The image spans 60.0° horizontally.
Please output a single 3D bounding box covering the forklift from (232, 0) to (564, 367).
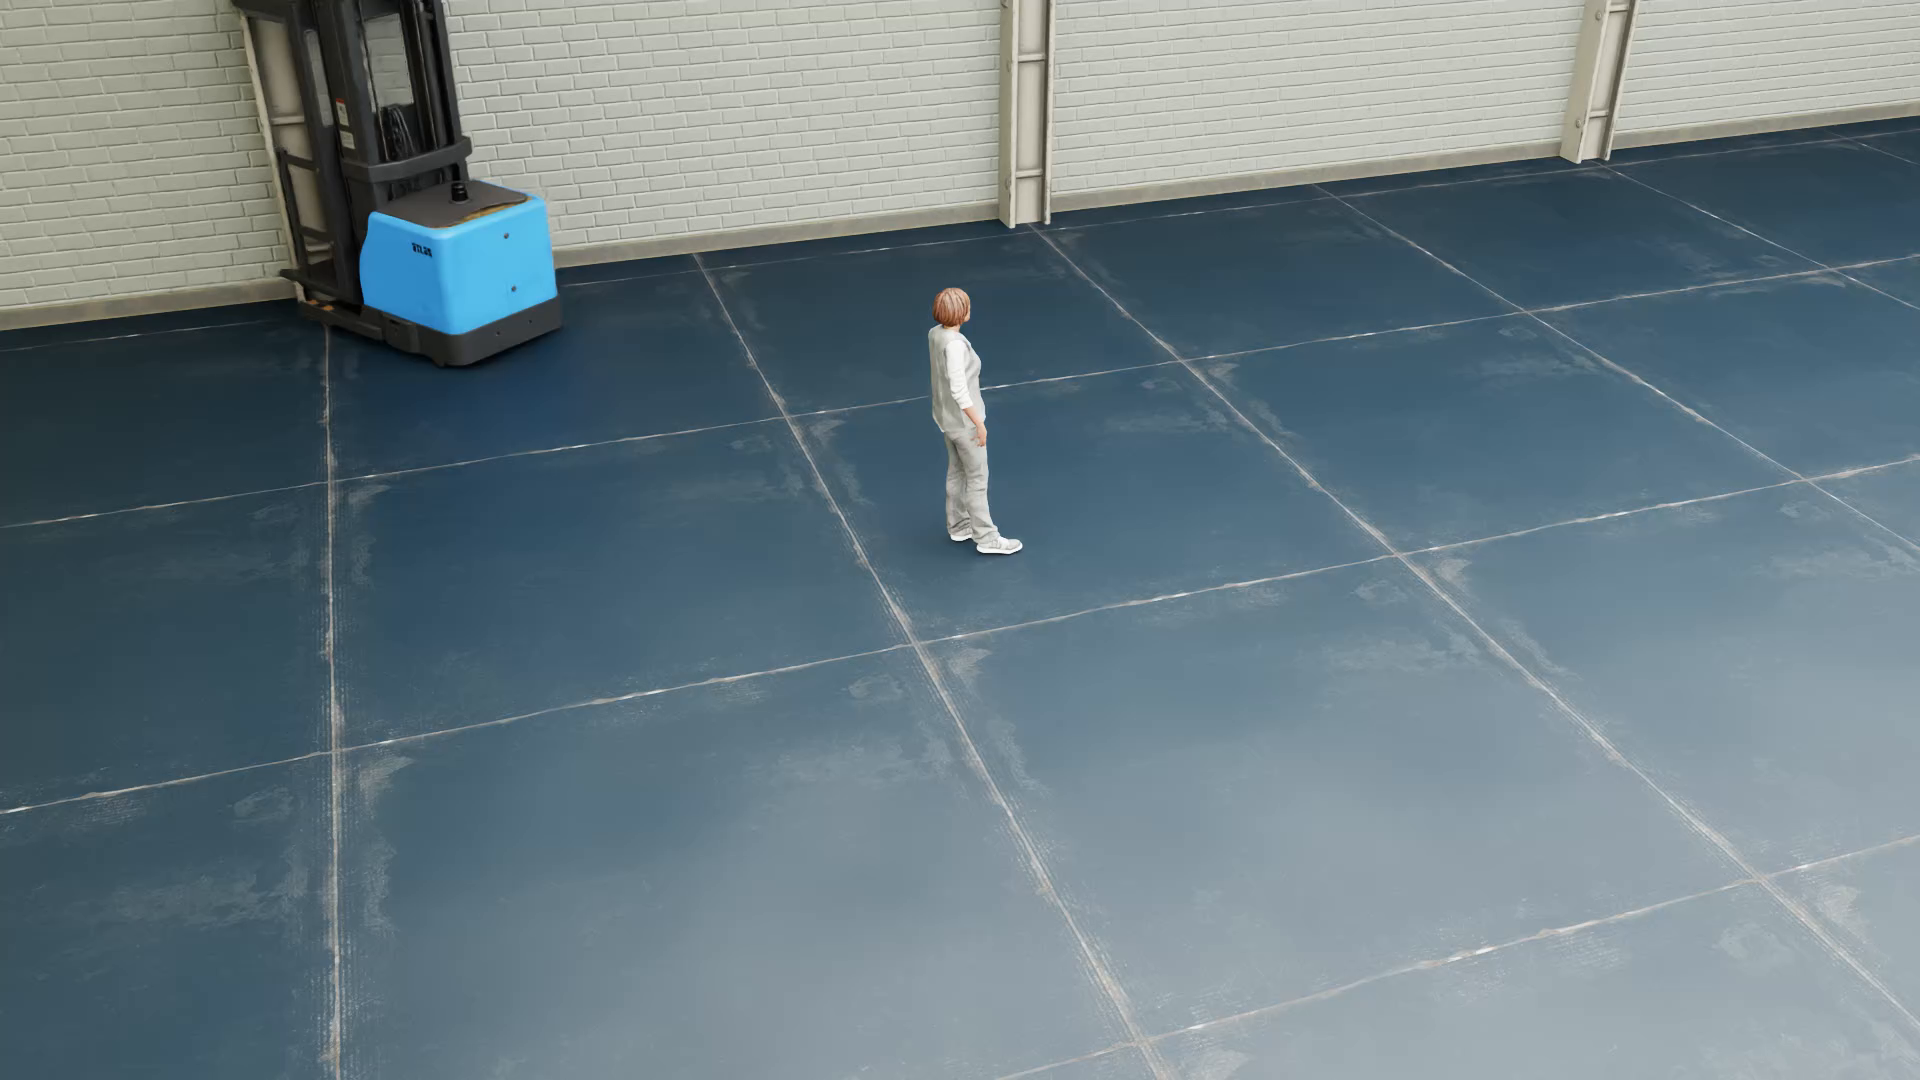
[{"bbox_3d":[-4.530,-3.110,12.492,3.031,2.935,1.130,20,36,31],"label":"forklift"}]

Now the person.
[{"bbox_3d":[0.074,-0.704,9.633,0.475,1.597,0.520,-10,31,-16],"label":"person"}]
